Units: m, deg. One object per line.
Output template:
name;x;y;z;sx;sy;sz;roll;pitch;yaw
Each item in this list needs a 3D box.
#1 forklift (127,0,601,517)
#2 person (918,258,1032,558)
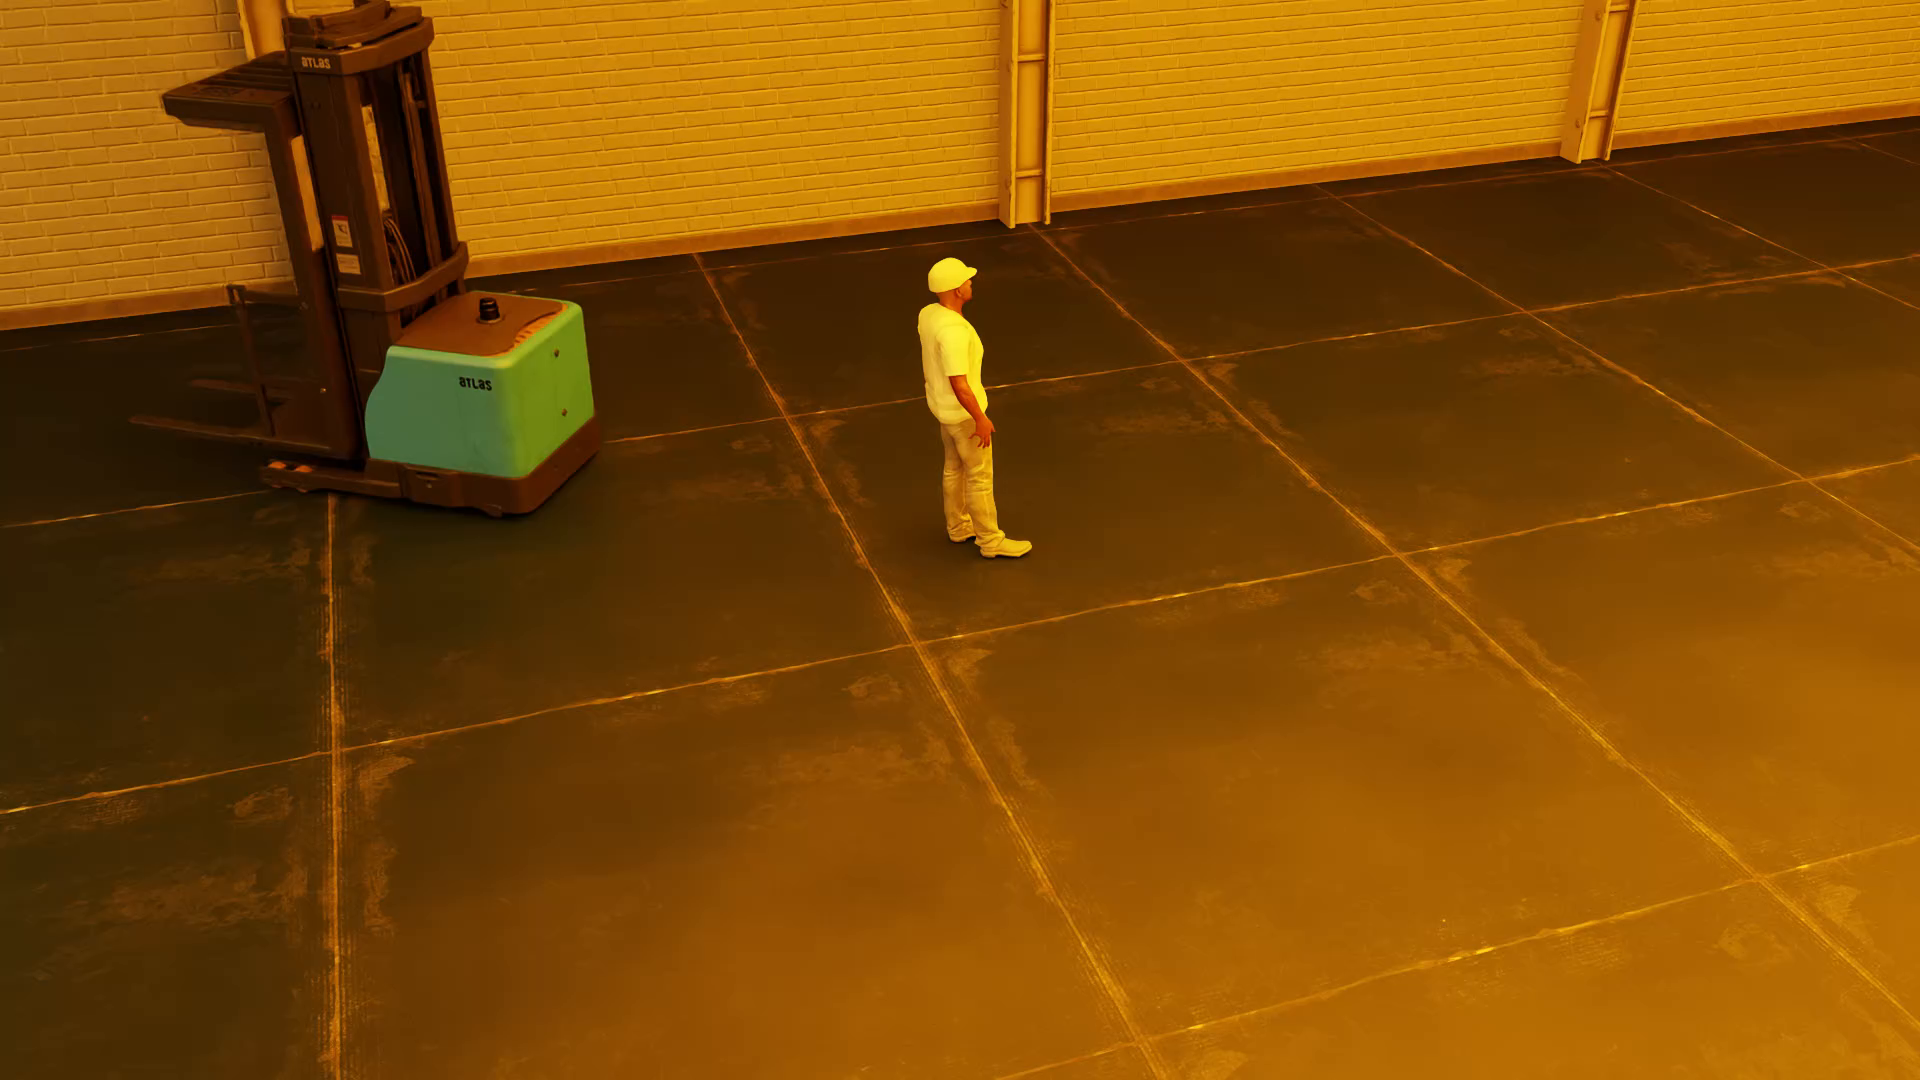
forklift;-3.940;-1.816;10.243;3.031;2.935;1.130;8;31;14
person;0.068;-0.780;9.596;0.577;1.765;0.665;-10;31;-16
